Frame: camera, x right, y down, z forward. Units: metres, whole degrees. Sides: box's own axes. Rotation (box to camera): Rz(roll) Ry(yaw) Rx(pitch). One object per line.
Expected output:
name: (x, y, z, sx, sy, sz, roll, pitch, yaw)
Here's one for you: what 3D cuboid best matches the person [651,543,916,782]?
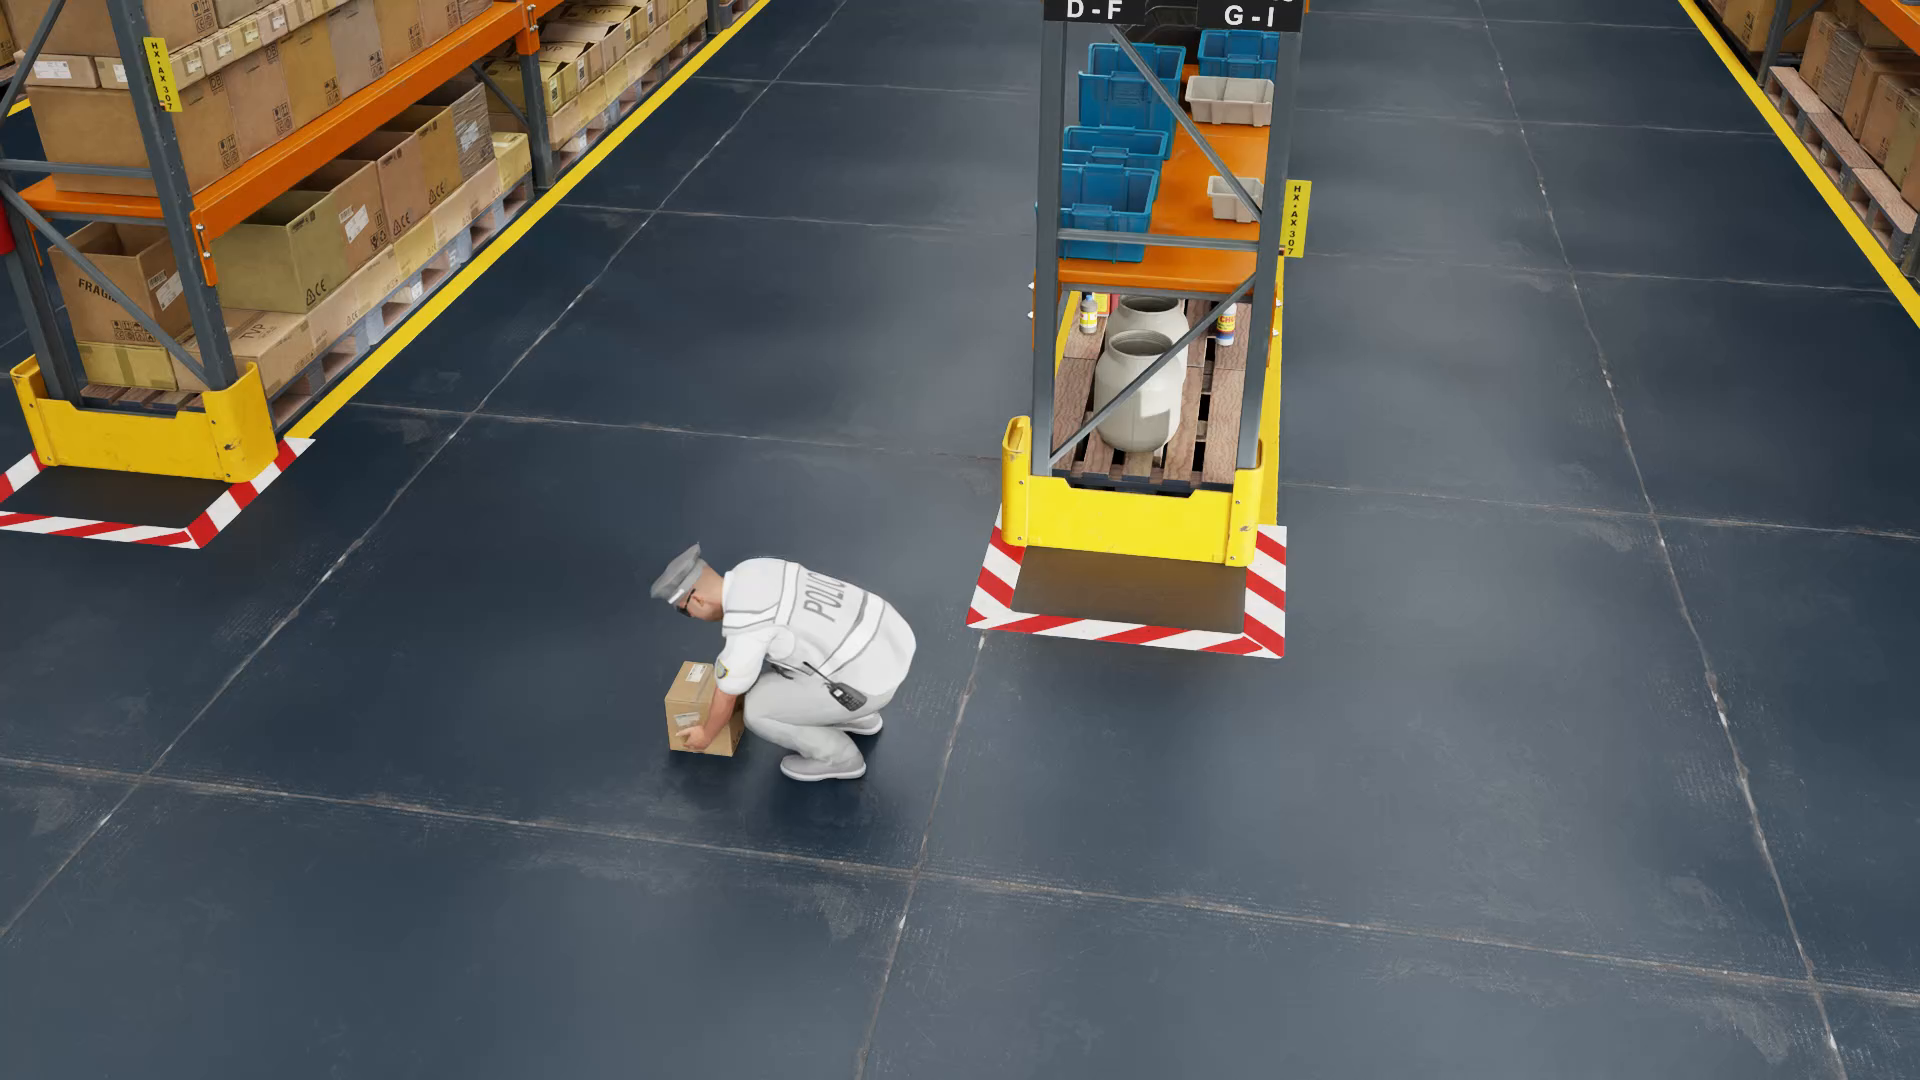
person: (-0.662, 0.426, 6.264, 0.944, 0.900, 0.553, 5, 33, 8)
